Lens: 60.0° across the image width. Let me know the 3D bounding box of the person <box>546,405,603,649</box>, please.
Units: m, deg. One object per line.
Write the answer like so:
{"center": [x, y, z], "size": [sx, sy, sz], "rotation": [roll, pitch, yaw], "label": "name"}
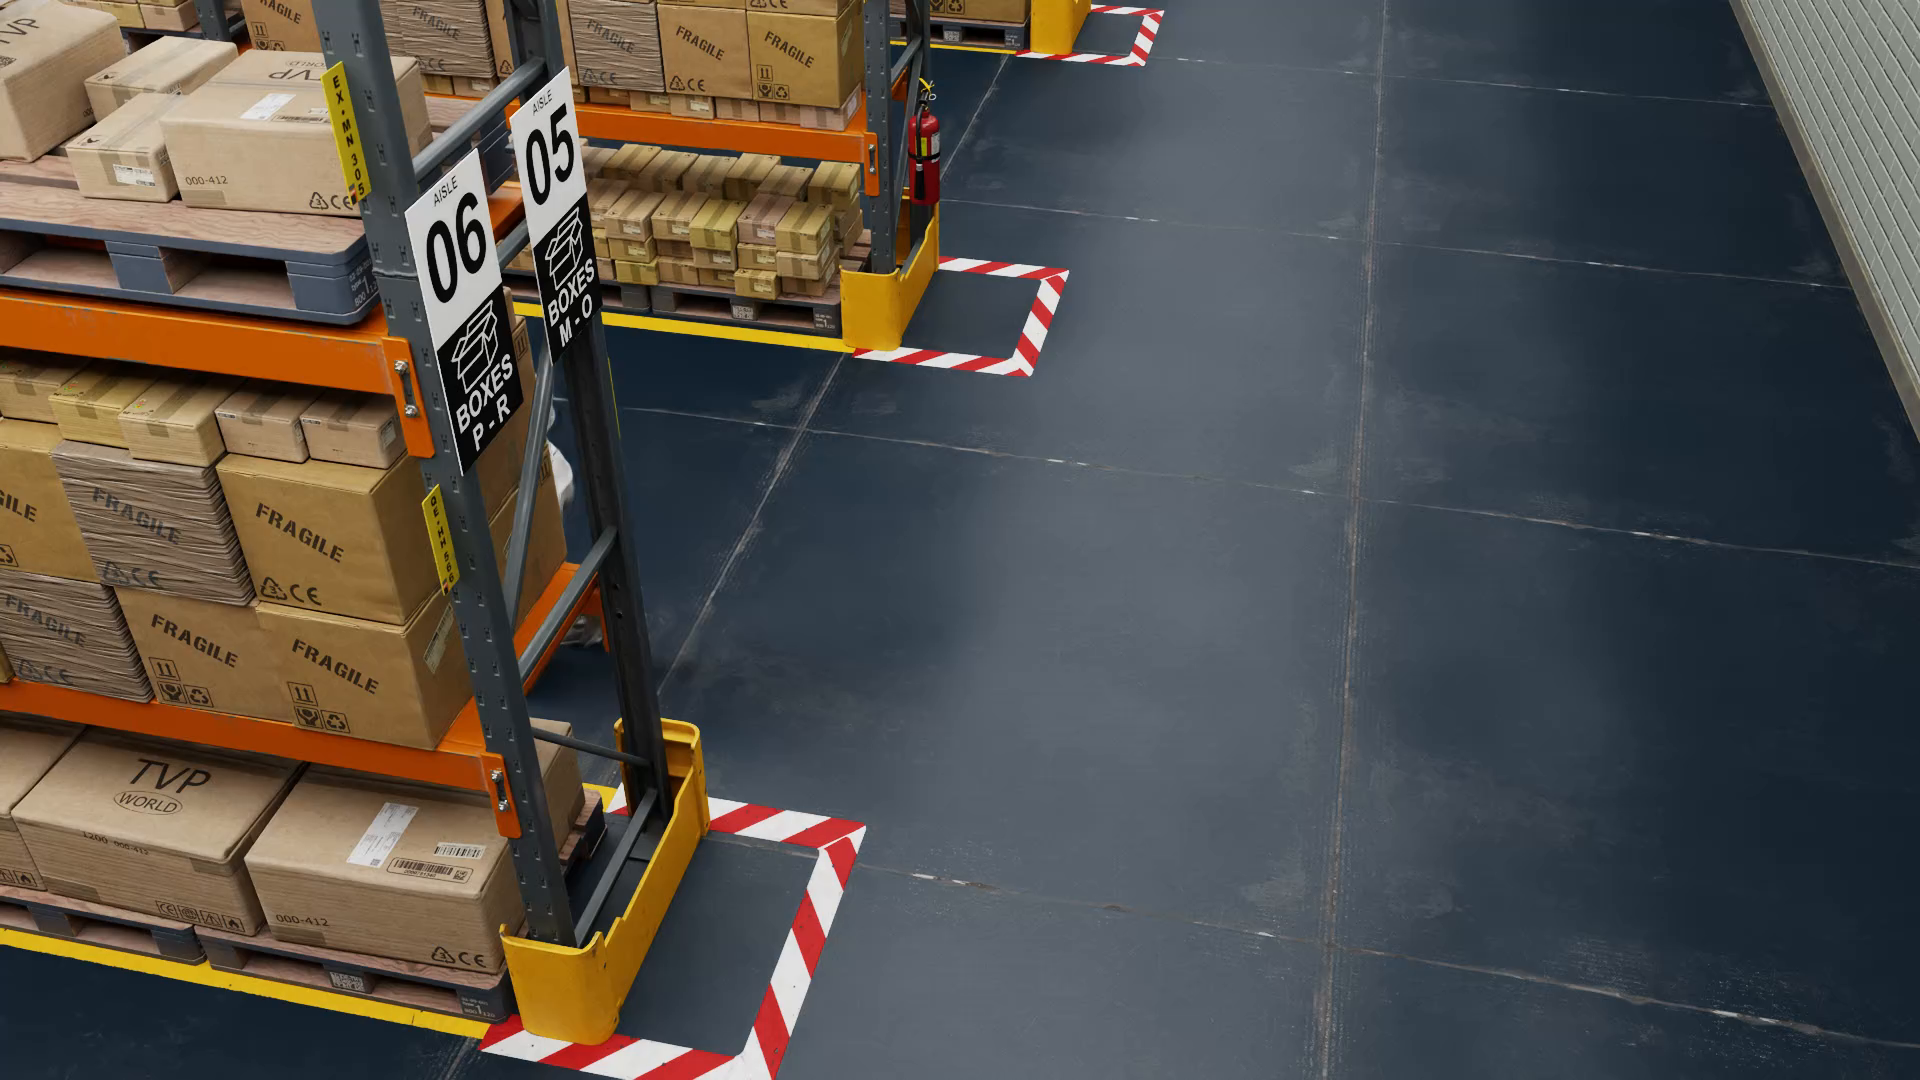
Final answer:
{"center": [-1.850, -0.192, 7.293], "size": [0.649, 1.589, 0.640], "rotation": [9, 38, 12], "label": "person"}
